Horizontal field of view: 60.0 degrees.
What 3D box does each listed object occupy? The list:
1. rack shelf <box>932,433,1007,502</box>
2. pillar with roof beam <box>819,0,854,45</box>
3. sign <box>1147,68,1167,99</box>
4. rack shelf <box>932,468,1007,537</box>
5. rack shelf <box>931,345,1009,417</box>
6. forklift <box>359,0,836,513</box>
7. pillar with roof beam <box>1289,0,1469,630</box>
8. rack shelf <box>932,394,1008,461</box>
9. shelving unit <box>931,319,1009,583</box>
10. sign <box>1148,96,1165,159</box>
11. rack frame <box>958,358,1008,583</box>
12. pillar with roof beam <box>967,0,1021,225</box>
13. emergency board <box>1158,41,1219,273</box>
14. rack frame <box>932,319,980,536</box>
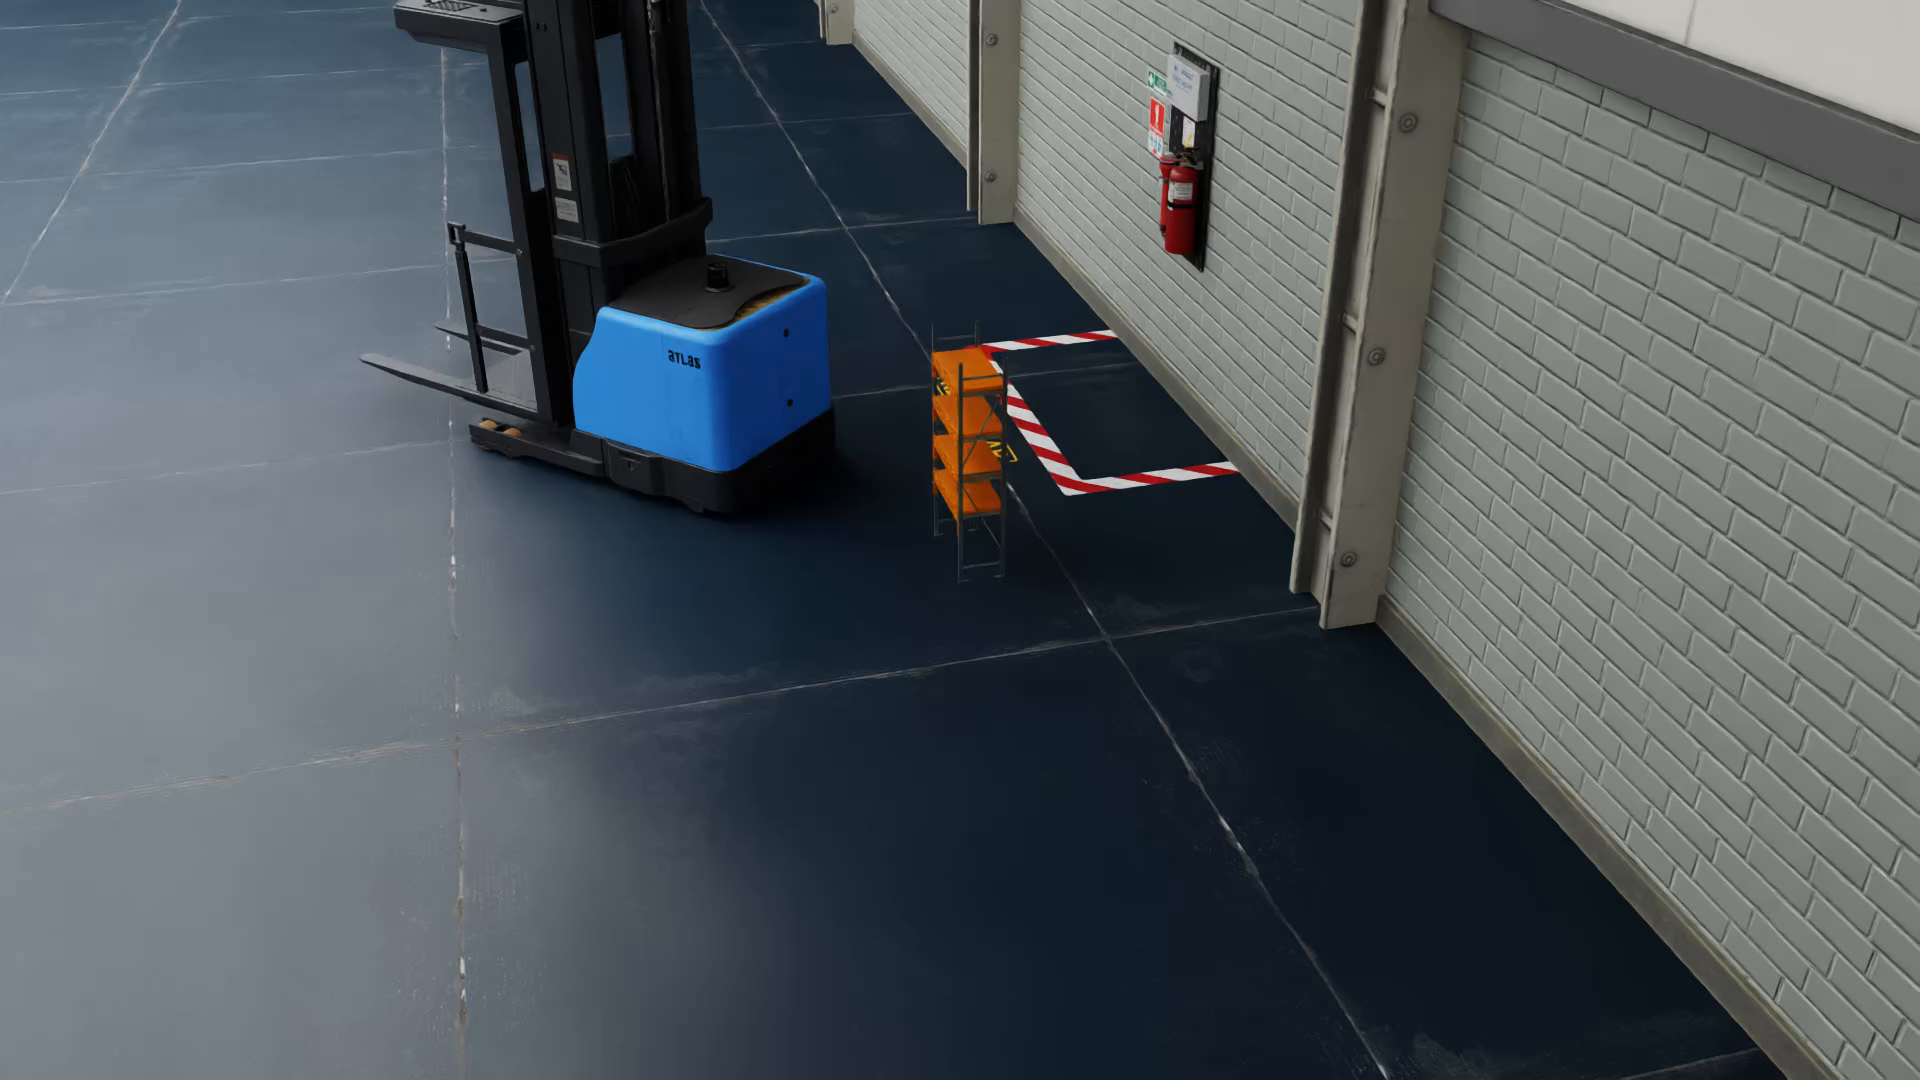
[{"bbox_3d":[0.044,-0.381,8.345,0.258,0.148,0.480,-8,31,-13],"label":"rack shelf"},{"bbox_3d":[-5.489,-8.802,14.975,9.100,9.000,0.400,-8,31,-13],"label":"pillar with roof beam"},{"bbox_3d":[1.173,-2.703,9.862,0.001,0.109,0.331,-8,31,-13],"label":"sign"},{"bbox_3d":[0.044,-0.209,8.444,0.258,0.148,0.480,-8,31,-13],"label":"rack shelf"},{"bbox_3d":[0.044,-0.779,8.114,0.258,0.148,0.480,-8,31,-13],"label":"rack shelf"},{"bbox_3d":[-2.243,-1.950,9.194,3.031,2.935,1.130,17,34,27],"label":"forklift"},{"bbox_3d":[-2.304,-3.007,4.961,9.100,9.000,0.400,-8,31,-13],"label":"pillar with roof beam"},{"bbox_3d":[0.044,-0.575,8.233,0.258,0.148,0.480,-8,31,-13],"label":"rack shelf"},{"bbox_3d":[0.044,-0.439,8.311,0.258,1.200,0.503,-8,31,-13],"label":"shelving unit"},{"bbox_3d":[1.180,-2.477,10.000,0.001,0.329,0.234,-8,31,-13],"label":"sign"},{"bbox_3d":[0.109,-0.321,8.108,0.240,1.200,0.015,-8,31,-13],"label":"rack frame"},{"bbox_3d":[-3.896,-5.904,9.968,9.100,9.000,0.400,-8,31,-13],"label":"pillar with roof beam"},{"bbox_3d":[1.228,-2.181,9.524,0.194,1.169,0.643,-8,31,-13],"label":"emergency board"},{"bbox_3d":[-0.021,-0.557,8.515,0.240,1.200,0.015,-8,31,-13],"label":"rack frame"}]
